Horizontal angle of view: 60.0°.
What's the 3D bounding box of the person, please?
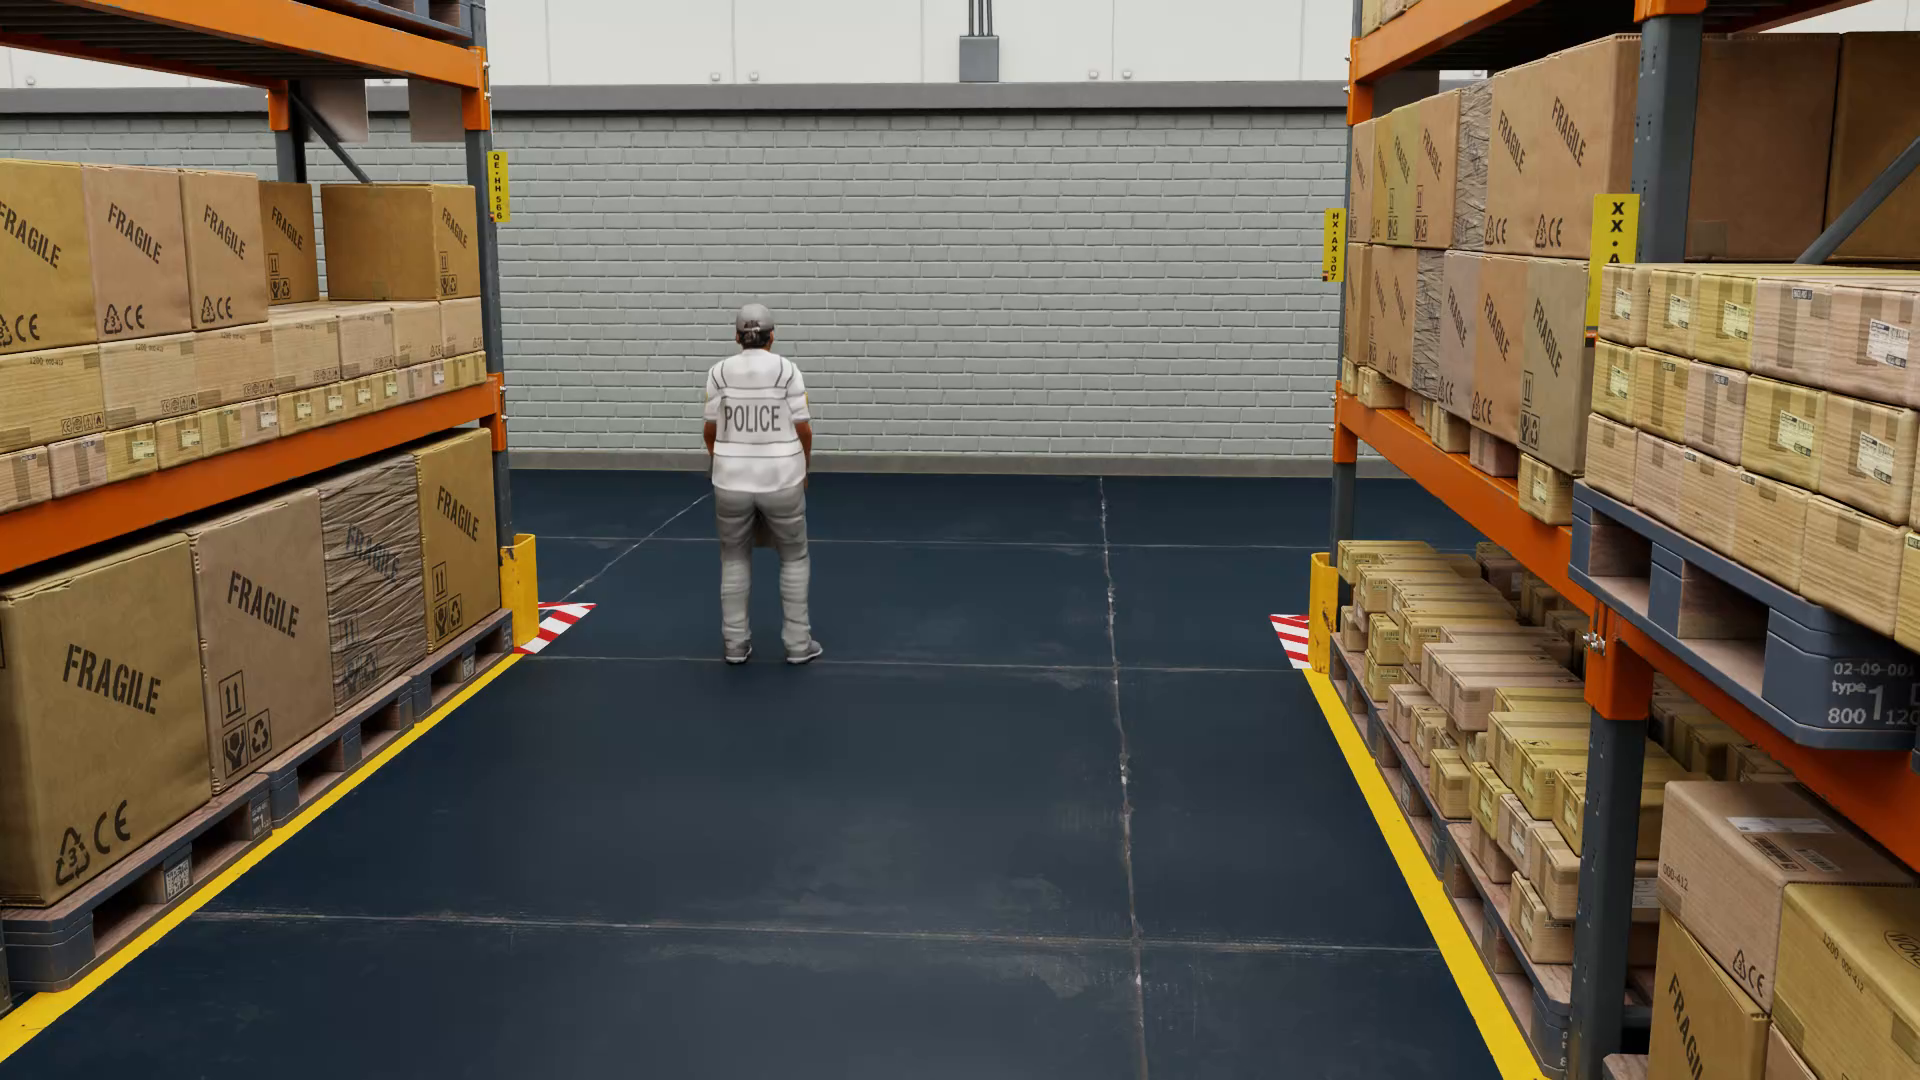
[{"bbox_3d":[-0.922,-0.253,7.720,0.519,1.671,0.424,0,11,3],"label":"person"}]
